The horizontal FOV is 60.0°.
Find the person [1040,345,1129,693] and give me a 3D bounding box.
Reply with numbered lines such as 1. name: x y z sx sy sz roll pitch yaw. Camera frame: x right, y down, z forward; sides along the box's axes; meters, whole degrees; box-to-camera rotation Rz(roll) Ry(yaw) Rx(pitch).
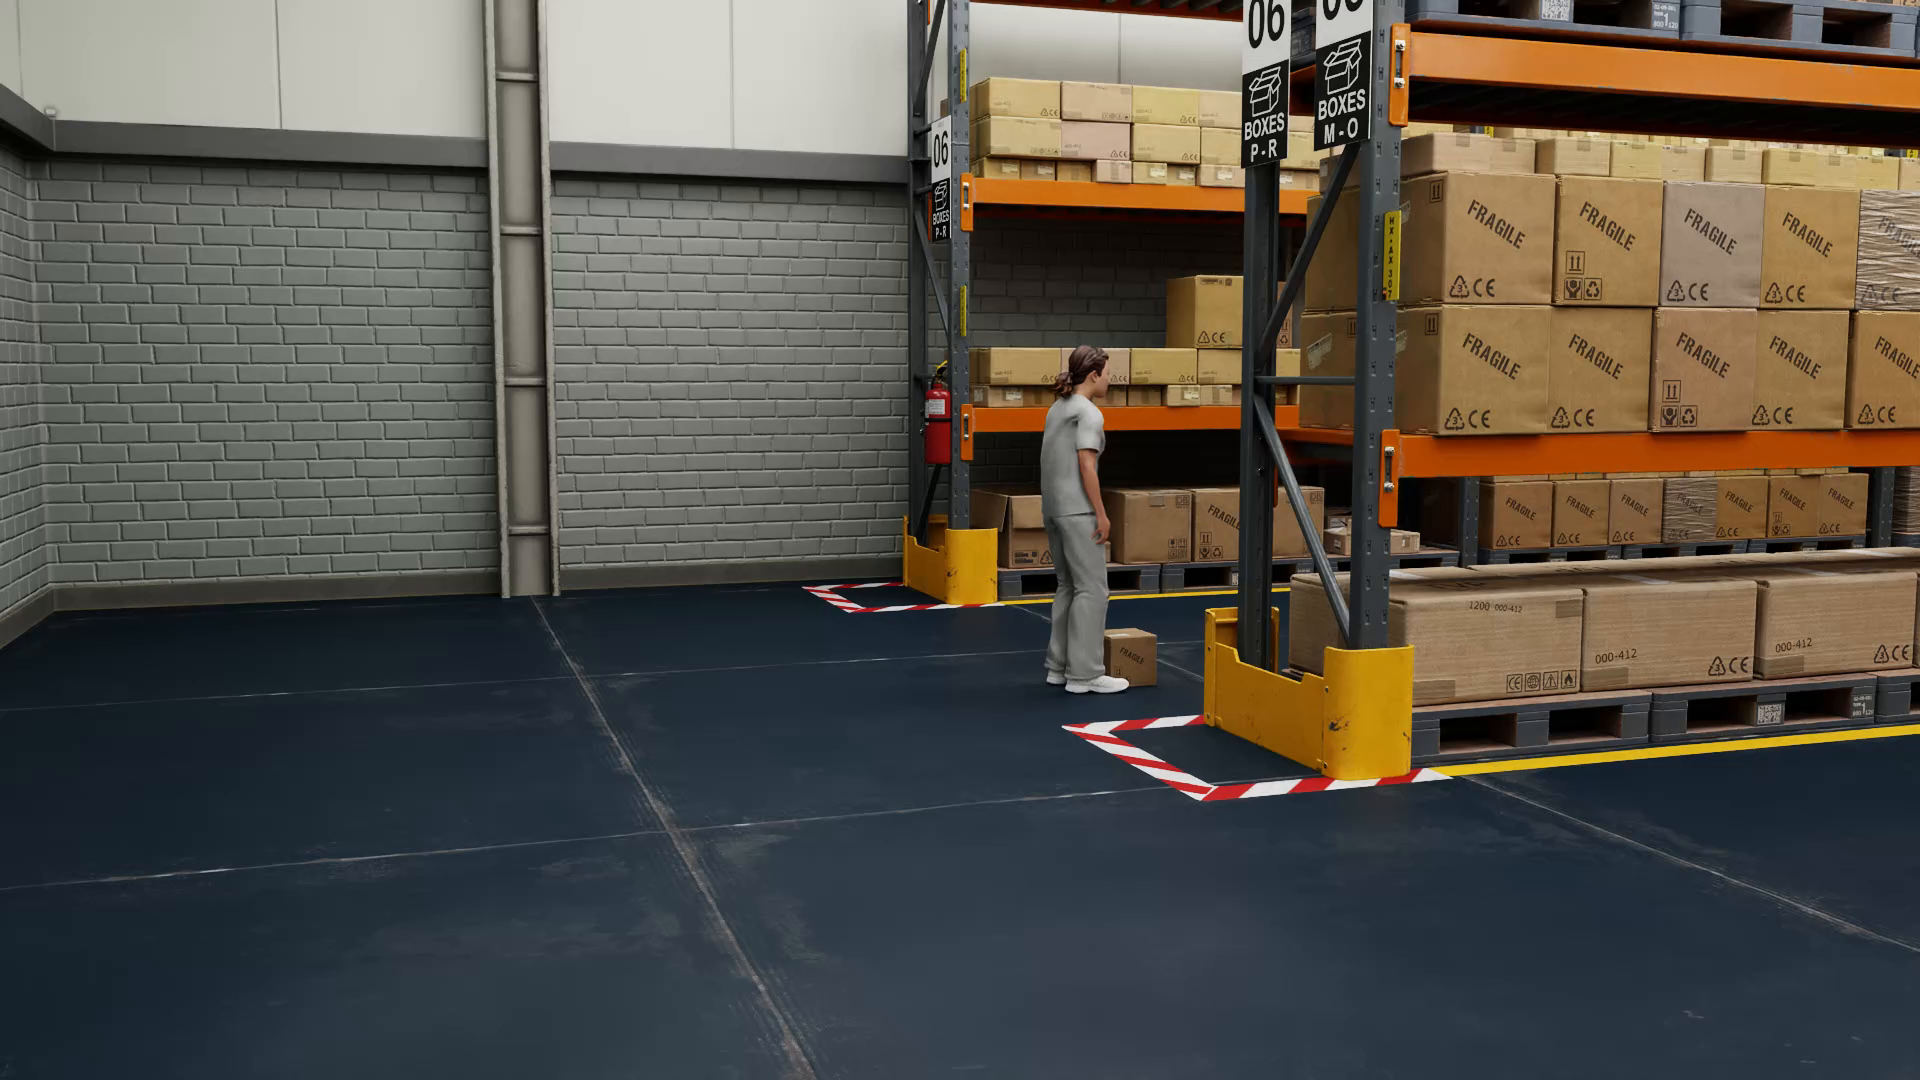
1. person: 0.583 -0.112 8.121 0.358 1.673 0.486 -2 6 -18
